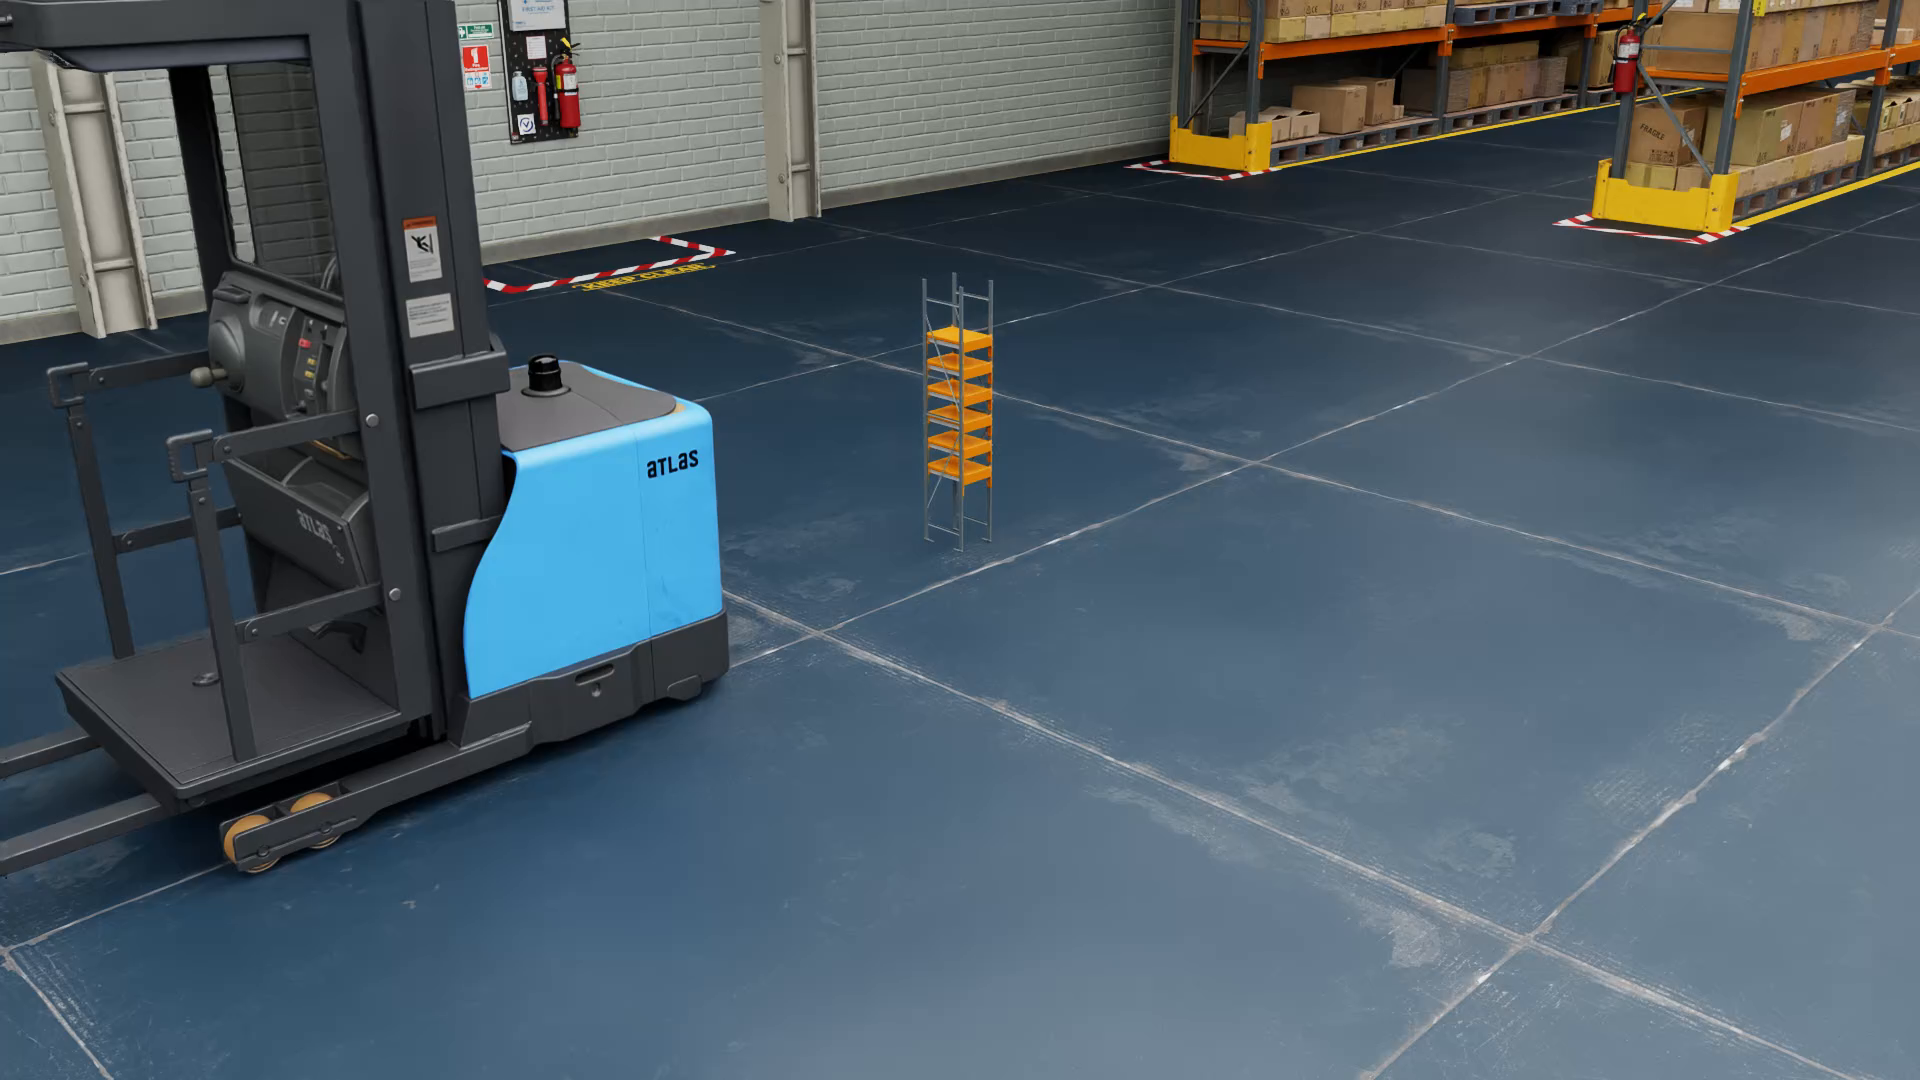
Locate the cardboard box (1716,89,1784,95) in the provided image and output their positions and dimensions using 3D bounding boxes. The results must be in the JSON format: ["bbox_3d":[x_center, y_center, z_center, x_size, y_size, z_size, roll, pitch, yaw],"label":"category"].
[{"bbox_3d":[7.893,-4.272,16.710,0.500,0.500,0.500,19,28,41],"label":"cardboard box"}]

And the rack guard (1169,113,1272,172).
[{"bbox_3d":[2.849,-4.371,18.249,1.175,0.500,0.348,19,28,41],"label":"rack guard"}]

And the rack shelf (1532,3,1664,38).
[{"bbox_3d":[9.772,-7.753,24.567,1.077,0.370,4.000,19,28,41],"label":"rack shelf"}]

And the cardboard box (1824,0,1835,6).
[{"bbox_3d":[8.032,-5.138,15.719,0.250,0.149,0.380,-19,28,-40],"label":"cardboard box"}]

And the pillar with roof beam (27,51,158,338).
[{"bbox_3d":[-2.623,-4.553,6.877,9.100,9.000,0.400,19,28,41],"label":"pillar with roof beam"}]

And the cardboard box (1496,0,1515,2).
[{"bbox_3d":[6.797,-7.240,21.476,0.500,0.500,0.700,-16,26,-35],"label":"cardboard box"}]

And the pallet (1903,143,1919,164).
[{"bbox_3d":[10.475,-4.520,19.040,1.003,0.211,1.213,19,28,41],"label":"pallet"}]

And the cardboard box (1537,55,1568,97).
[{"bbox_3d":[7.912,-6.415,22.954,0.500,0.500,0.700,-20,29,-41],"label":"cardboard box"}]

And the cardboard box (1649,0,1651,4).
[{"bbox_3d":[9.834,-7.890,24.244,0.380,0.149,0.250,19,28,41],"label":"cardboard box"}]

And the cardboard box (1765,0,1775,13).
[{"bbox_3d":[6.958,-4.744,14.693,0.380,0.149,0.250,18,28,39],"label":"cardboard box"}]

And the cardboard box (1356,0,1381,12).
[{"bbox_3d":[4.412,-6.246,18.781,0.500,0.500,0.500,-19,28,-40],"label":"cardboard box"}]

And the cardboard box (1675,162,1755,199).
[{"bbox_3d":[6.881,-3.274,15.159,0.500,0.250,0.500,19,28,41],"label":"cardboard box"}]

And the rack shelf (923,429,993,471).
[{"bbox_3d":[-0.010,-0.403,7.409,0.258,0.103,0.180,19,28,41],"label":"rack shelf"}]

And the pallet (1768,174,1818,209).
[{"bbox_3d":[7.702,-3.497,16.378,1.003,0.211,1.213,19,28,41],"label":"pallet"}]

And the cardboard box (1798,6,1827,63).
[{"bbox_3d":[7.760,-4.841,15.850,0.500,0.500,0.700,-19,28,-40],"label":"cardboard box"}]

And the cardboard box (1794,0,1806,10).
[{"bbox_3d":[7.494,-4.941,15.206,0.380,0.149,0.250,18,27,39],"label":"cardboard box"}]

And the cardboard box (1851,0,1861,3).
[{"bbox_3d":[8.564,-5.335,16.229,0.380,0.149,0.250,19,28,41],"label":"cardboard box"}]

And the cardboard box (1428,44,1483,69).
[{"bbox_3d":[6.392,-6.242,21.460,0.500,0.250,0.500,19,28,40],"label":"cardboard box"}]

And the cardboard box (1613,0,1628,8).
[{"bbox_3d":[9.200,-7.603,23.497,0.250,0.149,0.380,-19,28,-40],"label":"cardboard box"}]

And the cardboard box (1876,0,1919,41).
[{"bbox_3d":[10.053,-5.683,18.039,0.500,0.500,0.500,-18,27,-38],"label":"cardboard box"}]

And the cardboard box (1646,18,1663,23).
[{"bbox_3d":[10.807,-7.596,25.566,0.750,0.750,0.750,20,28,41],"label":"cardboard box"}]

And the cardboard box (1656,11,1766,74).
[{"bbox_3d":[6.682,-4.443,14.813,0.700,0.500,0.500,19,28,41],"label":"cardboard box"}]

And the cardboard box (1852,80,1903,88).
[{"bbox_3d":[10.635,-5.181,19.339,0.500,0.311,0.500,18,28,39],"label":"cardboard box"}]

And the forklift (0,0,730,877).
[{"bbox_3d":[-2.259,-0.582,5.003,3.031,2.935,1.130,-19,28,-41],"label":"forklift"}]

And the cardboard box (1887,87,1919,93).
[{"bbox_3d":[10.676,-4.921,18.663,0.500,0.311,0.500,-19,28,-41],"label":"cardboard box"}]

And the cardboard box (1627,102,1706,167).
[{"bbox_3d":[6.508,-3.754,15.363,0.500,0.500,0.500,19,28,41],"label":"cardboard box"}]

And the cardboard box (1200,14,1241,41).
[{"bbox_3d":[2.983,-5.626,18.212,0.500,0.250,0.500,-20,28,-41],"label":"cardboard box"}]

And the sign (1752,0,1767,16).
[{"bbox_3d":[6.741,-4.580,13.992,0.100,0.325,0.005,19,28,41],"label":"sign"}]

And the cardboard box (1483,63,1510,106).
[{"bbox_3d":[6.797,-6.045,21.991,0.700,0.500,0.500,20,28,41],"label":"cardboard box"}]

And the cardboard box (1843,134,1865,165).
[{"bbox_3d":[8.971,-4.046,17.168,0.500,0.250,0.500,19,28,41],"label":"cardboard box"}]

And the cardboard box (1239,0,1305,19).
[{"bbox_3d":[3.344,-5.855,17.762,0.500,0.500,0.500,19,28,41],"label":"cardboard box"}]

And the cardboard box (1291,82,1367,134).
[{"bbox_3d":[4.288,-5.035,19.363,0.700,0.500,0.500,17,27,37],"label":"cardboard box"}]

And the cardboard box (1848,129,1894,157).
[{"bbox_3d":[9.597,-4.262,17.728,0.500,0.250,0.500,18,28,39],"label":"cardboard box"}]

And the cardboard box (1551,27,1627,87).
[{"bbox_3d":[8.983,-6.923,23.817,0.750,0.750,0.750,19,28,40],"label":"cardboard box"}]

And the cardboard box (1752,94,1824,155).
[{"bbox_3d":[7.929,-4.009,16.026,0.500,0.500,0.500,19,28,41],"label":"cardboard box"}]

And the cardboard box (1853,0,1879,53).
[{"bbox_3d":[8.833,-5.238,16.883,0.700,0.500,0.500,18,28,39],"label":"cardboard box"}]

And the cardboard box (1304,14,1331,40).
[{"bbox_3d":[3.716,-5.640,18.250,0.500,0.250,0.500,18,28,39],"label":"cardboard box"}]

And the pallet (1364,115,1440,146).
[{"bbox_3d":[5.143,-5.063,20.453,1.003,0.211,1.213,19,28,41],"label":"pallet"}]

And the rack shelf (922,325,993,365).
[{"bbox_3d":[-0.010,-0.851,7.236,0.258,0.103,0.180,19,28,41],"label":"rack shelf"}]

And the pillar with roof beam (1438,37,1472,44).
[{"bbox_3d":[9.934,-9.180,18.915,9.100,9.000,0.400,19,28,41],"label":"pillar with roof beam"}]

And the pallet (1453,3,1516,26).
[{"bbox_3d":[6.223,-6.617,20.876,1.003,0.211,1.213,19,28,41],"label":"pallet"}]

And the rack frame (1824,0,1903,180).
[{"bbox_3d":[9.138,-5.307,17.202,1.000,3.000,0.127,19,28,41],"label":"rack frame"}]

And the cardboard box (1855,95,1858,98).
[{"bbox_3d":[9.573,-4.793,18.329,0.500,0.311,0.500,-19,28,-41],"label":"cardboard box"}]

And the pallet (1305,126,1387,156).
[{"bbox_3d":[4.292,-4.748,19.633,1.003,0.211,1.213,19,28,41],"label":"pallet"}]

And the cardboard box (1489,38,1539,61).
[{"bbox_3d":[7.469,-6.634,22.479,0.500,0.250,0.500,-20,28,-41],"label":"cardboard box"}]

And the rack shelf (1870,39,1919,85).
[{"bbox_3d":[10.533,-5.486,18.669,1.077,0.370,4.000,19,28,41],"label":"rack shelf"}]

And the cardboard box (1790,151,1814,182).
[{"bbox_3d":[7.928,-3.659,16.161,0.500,0.250,0.500,19,28,41],"label":"cardboard box"}]

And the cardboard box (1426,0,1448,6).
[{"bbox_3d":[5.478,-6.637,19.796,0.500,0.500,0.500,19,28,41],"label":"cardboard box"}]

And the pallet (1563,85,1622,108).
[{"bbox_3d":[8.980,-6.457,24.079,1.003,0.211,1.213,19,28,41],"label":"pallet"}]

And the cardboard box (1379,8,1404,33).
[{"bbox_3d":[4.779,-6.029,19.260,0.500,0.250,0.500,19,28,40],"label":"cardboard box"}]

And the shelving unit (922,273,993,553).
[{"bbox_3d":[-0.010,-0.556,7.350,0.258,1.200,0.189,19,28,41],"label":"shelving unit"}]

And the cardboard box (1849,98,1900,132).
[{"bbox_3d":[9.605,-4.526,17.634,0.500,0.311,0.500,19,28,41],"label":"cardboard box"}]
